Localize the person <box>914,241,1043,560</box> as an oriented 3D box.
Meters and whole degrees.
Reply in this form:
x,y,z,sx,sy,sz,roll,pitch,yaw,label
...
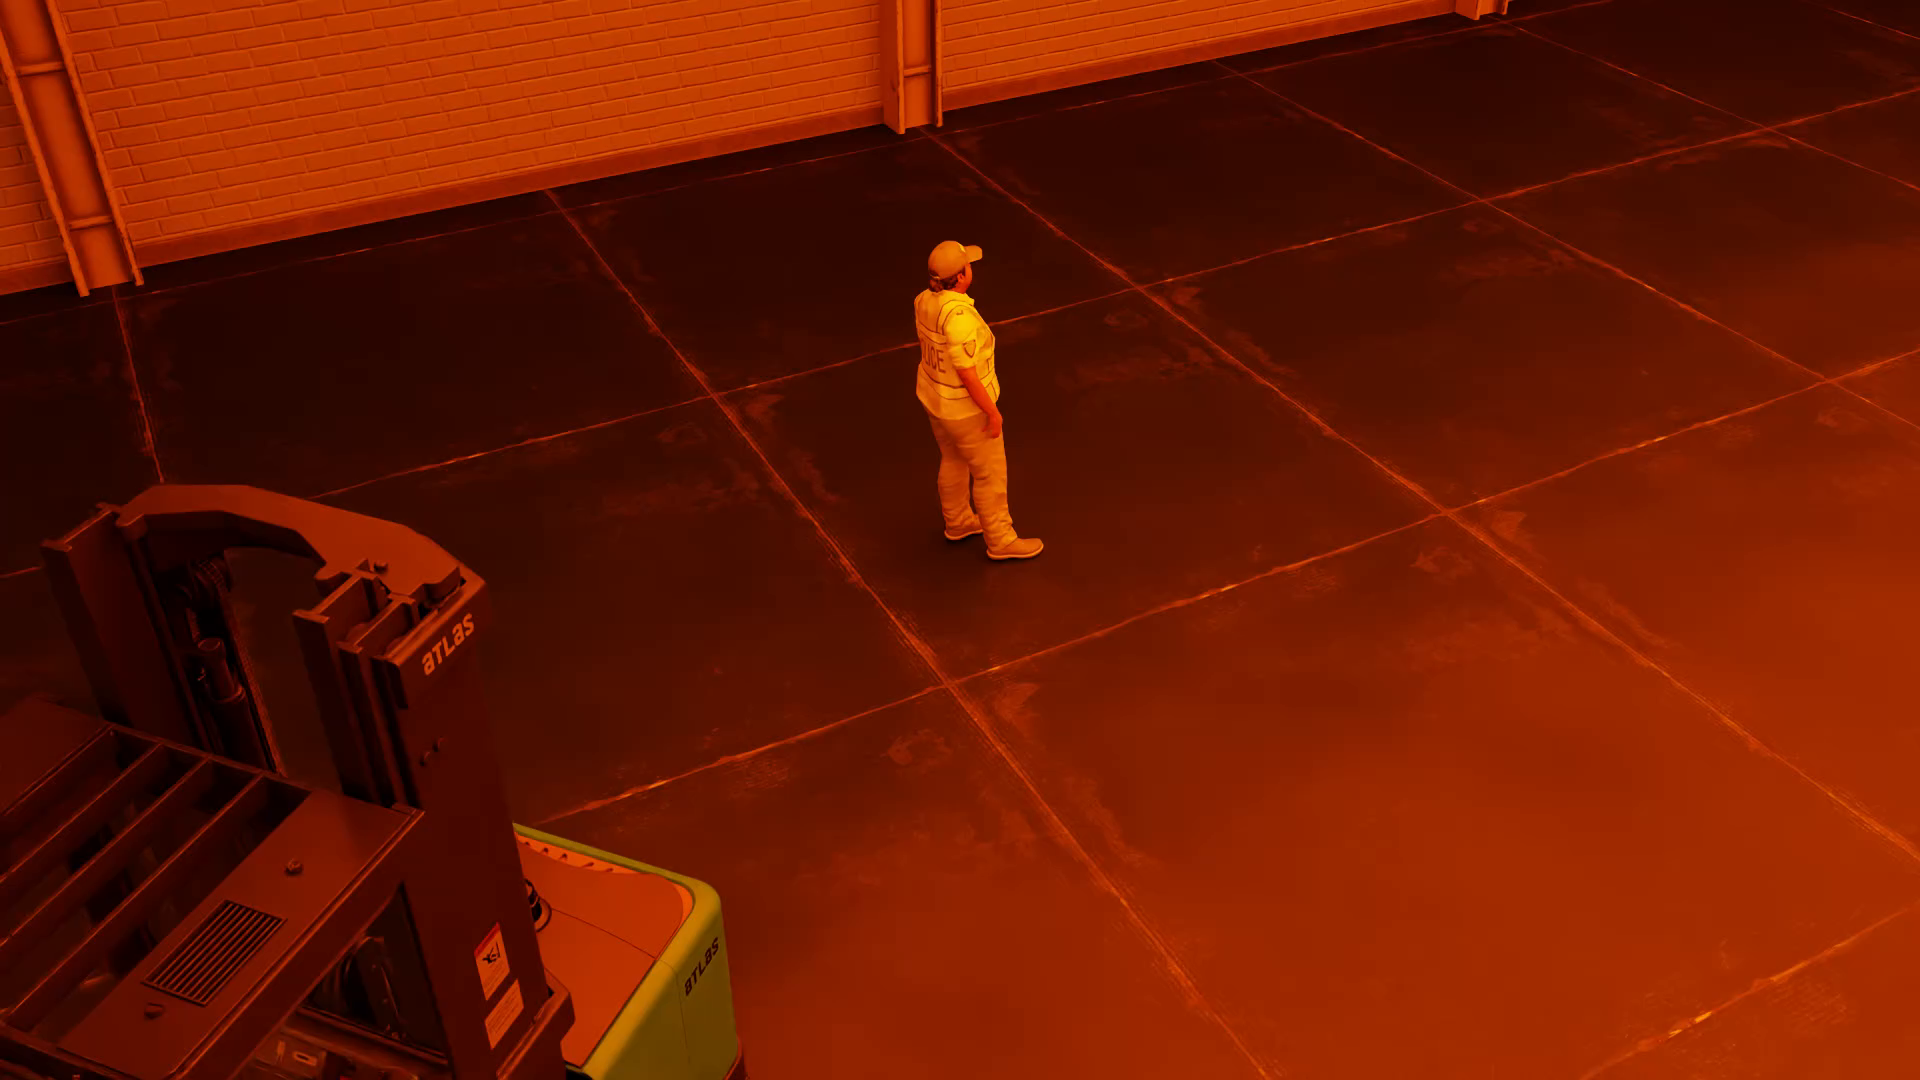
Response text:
x,y,z,sx,sy,sz,roll,pitch,yaw,label
0.079,-0.695,8.190,0.529,1.670,0.598,-17,39,-23,person

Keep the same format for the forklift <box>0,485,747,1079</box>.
x,y,z,sx,sy,sz,roll,pitch,yaw,label
-1.752,1.464,4.052,1.130,2.935,3.031,13,37,17,forklift
